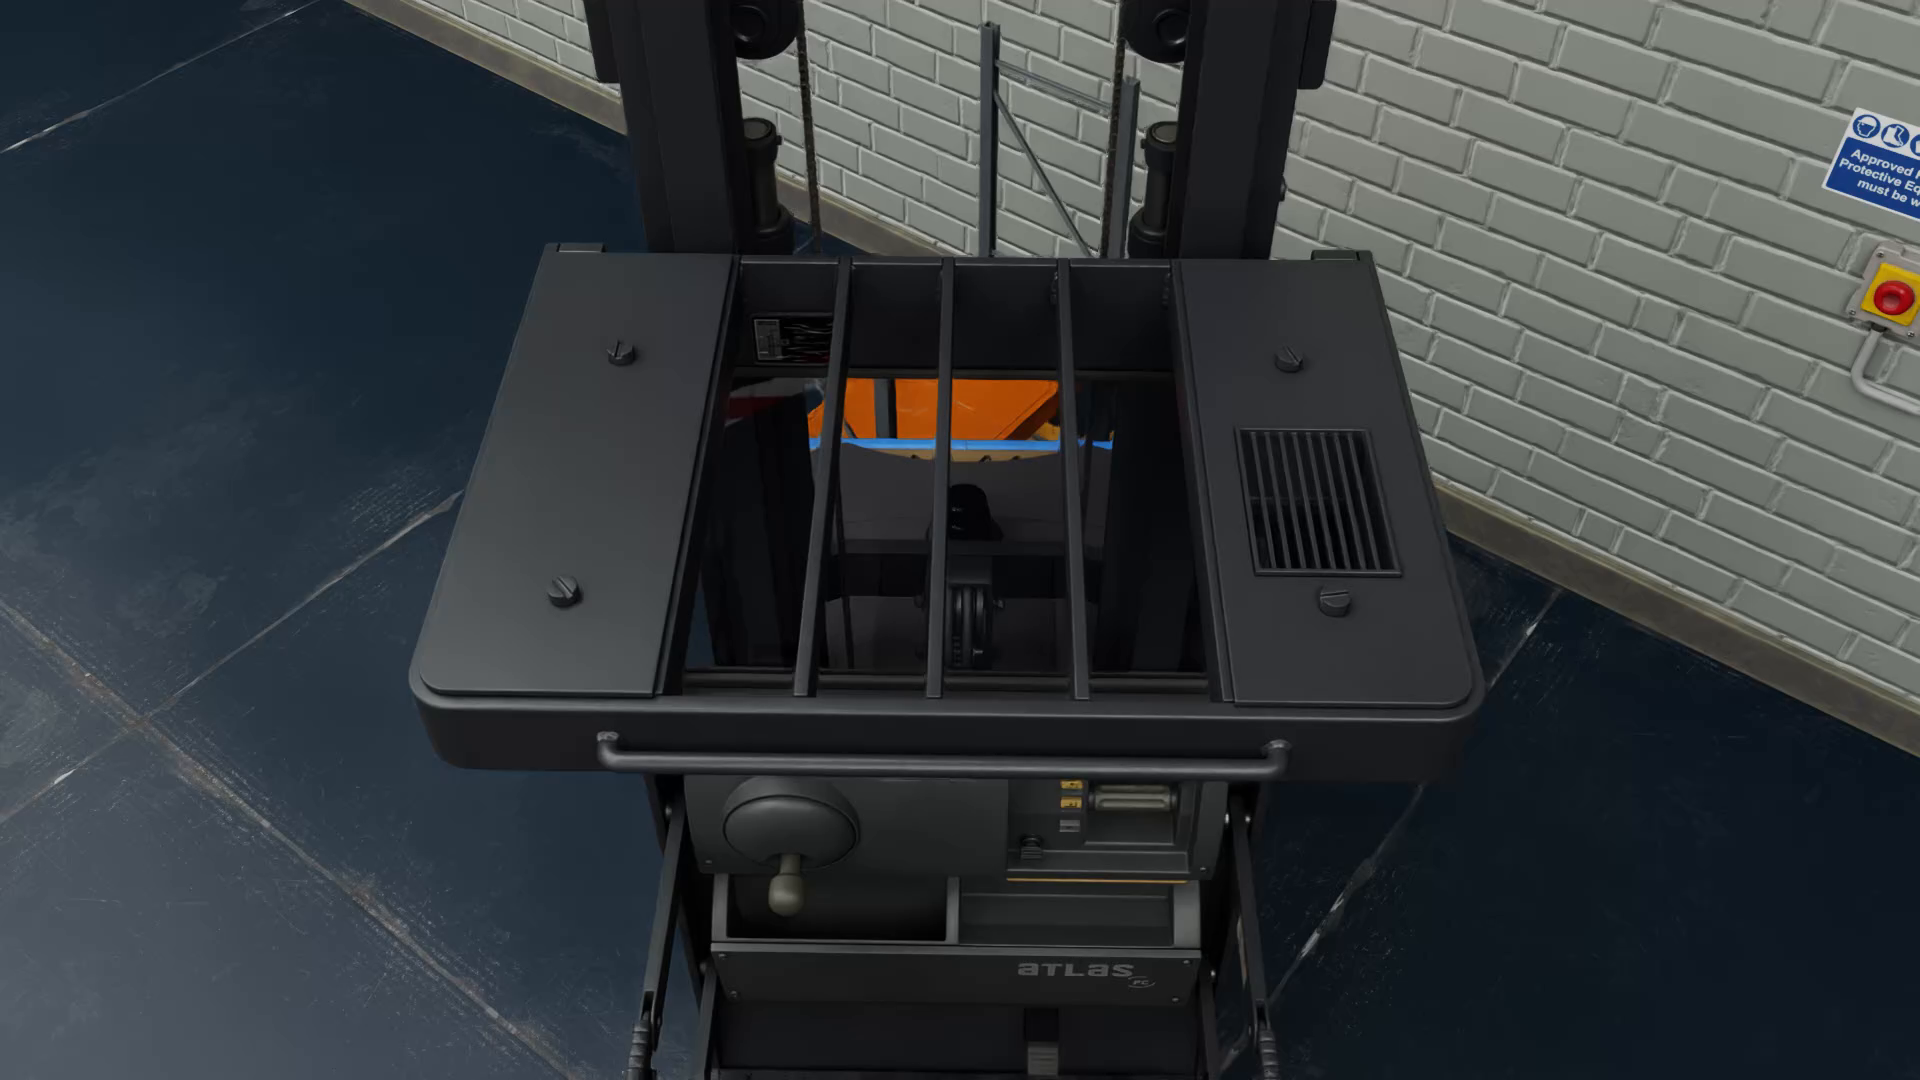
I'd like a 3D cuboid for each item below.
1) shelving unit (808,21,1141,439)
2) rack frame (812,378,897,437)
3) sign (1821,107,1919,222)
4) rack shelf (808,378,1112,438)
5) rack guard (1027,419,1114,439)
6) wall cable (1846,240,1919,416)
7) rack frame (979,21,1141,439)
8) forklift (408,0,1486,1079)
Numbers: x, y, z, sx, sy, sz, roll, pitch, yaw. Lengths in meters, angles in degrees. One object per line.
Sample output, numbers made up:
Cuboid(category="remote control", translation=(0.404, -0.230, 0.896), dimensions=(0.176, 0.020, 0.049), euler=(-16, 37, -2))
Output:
Cuboid(category="shelving unit", translation=(-0.044, -0.492, 4.683), dimensions=(0.587, 1.500, 1.083), euler=(29, 53, 25))
Cuboid(category="rack frame", translation=(-0.362, -0.197, 4.401), dimensions=(0.500, 1.500, 0.032), euler=(29, 53, 25))
Cuboid(category="sign", translation=(2.167, -0.837, 3.788), dimensions=(0.327, 0.218, 0.001), euler=(29, 53, 25))
Cuboid(category="rack shelf", translation=(-0.050, -0.363, 4.808), dimensions=(0.538, 0.185, 1.000), euler=(29, 53, 25))
Cuboid(category="rack guard", translation=(0.262, -0.345, 5.406), dimensions=(0.587, 0.250, 0.087), euler=(29, 53, 25))
Cuboid(category="wall cable", translation=(2.168, -1.049, 3.454), dimensions=(0.585, 1.953, 0.123), euler=(29, 53, 25))
Cuboid(category="rack frame", translation=(0.263, -0.777, 4.955), dimensions=(0.500, 1.500, 0.032), euler=(29, 53, 25))
Cuboid(category="forklift", translation=(-0.008, 0.546, 2.701), dimensions=(1.130, 2.935, 3.031), euler=(1, 46, 1))
